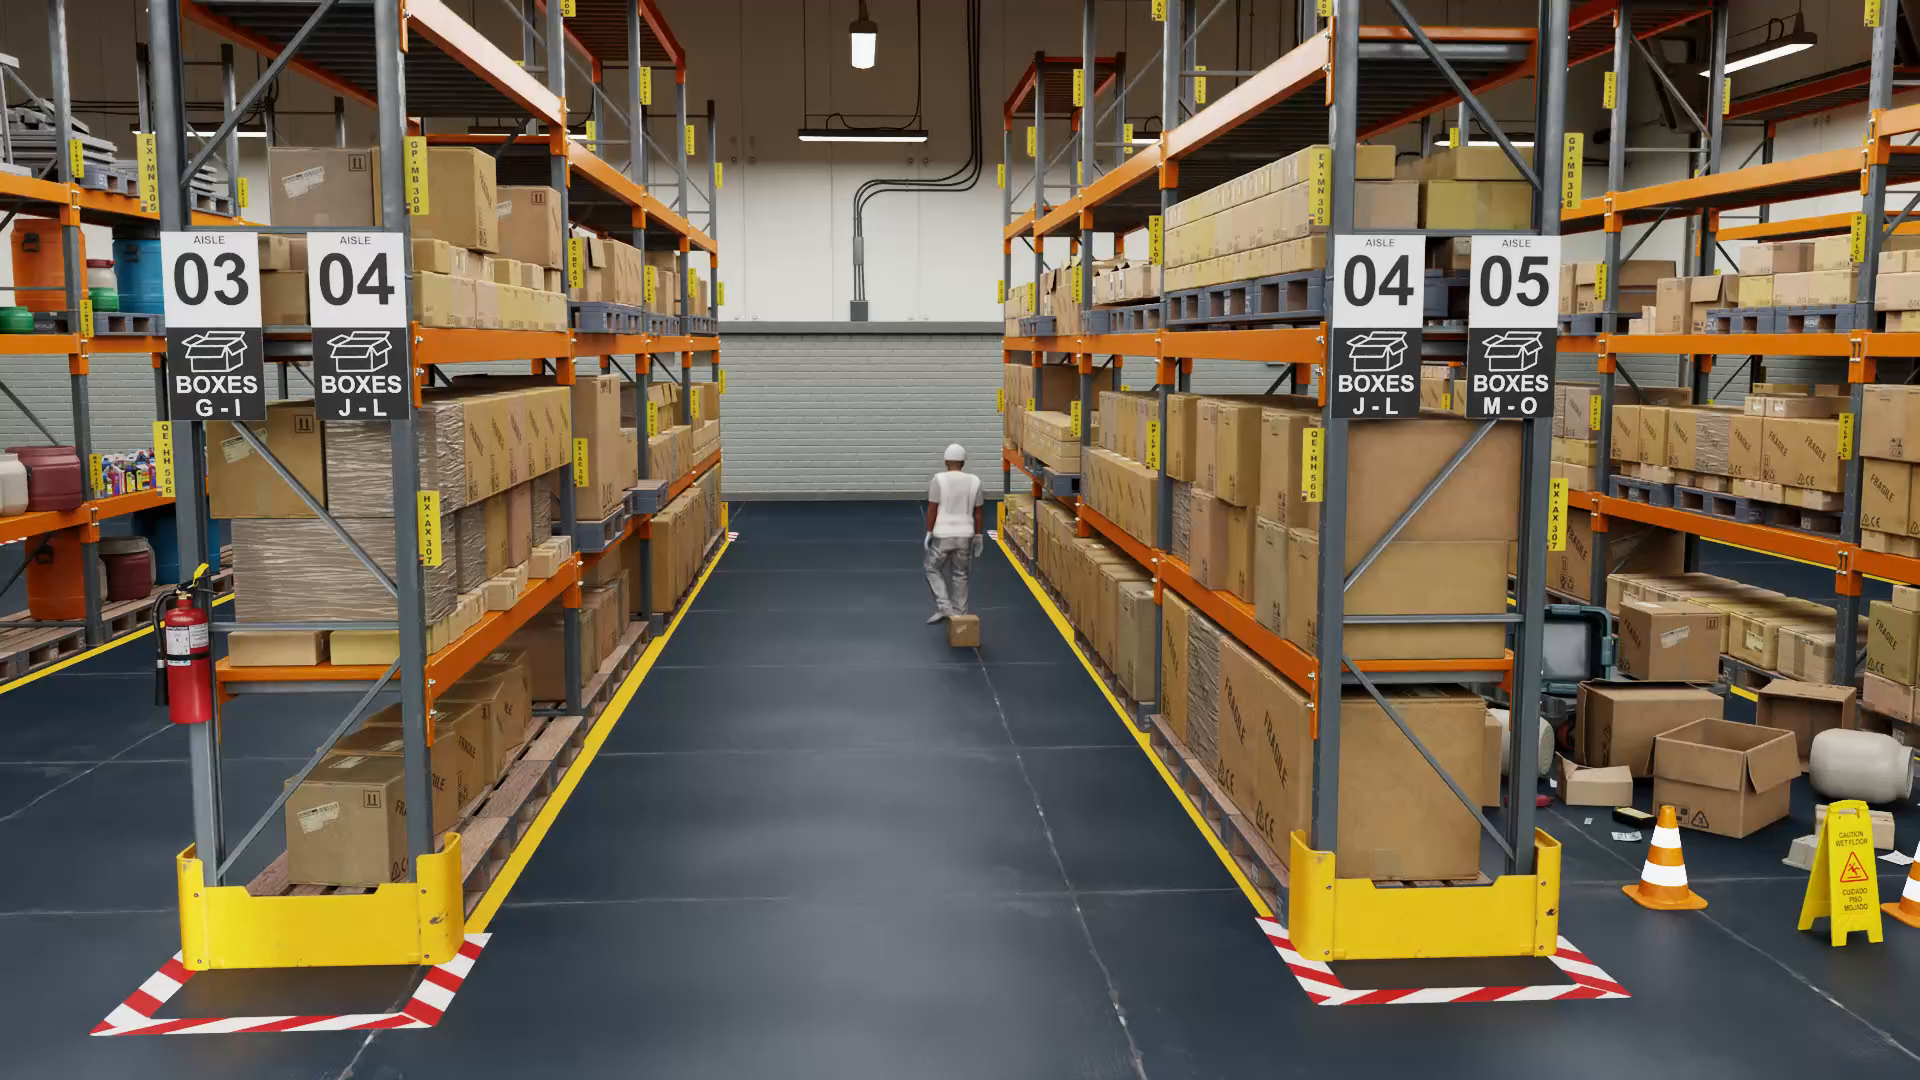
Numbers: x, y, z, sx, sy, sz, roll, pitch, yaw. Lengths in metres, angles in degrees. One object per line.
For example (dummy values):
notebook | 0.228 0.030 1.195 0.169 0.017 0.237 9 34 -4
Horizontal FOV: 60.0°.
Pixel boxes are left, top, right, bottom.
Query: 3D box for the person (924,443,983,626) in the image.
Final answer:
person | -0.068 -0.034 15.778 0.596 1.766 0.492 -2 7 -14
